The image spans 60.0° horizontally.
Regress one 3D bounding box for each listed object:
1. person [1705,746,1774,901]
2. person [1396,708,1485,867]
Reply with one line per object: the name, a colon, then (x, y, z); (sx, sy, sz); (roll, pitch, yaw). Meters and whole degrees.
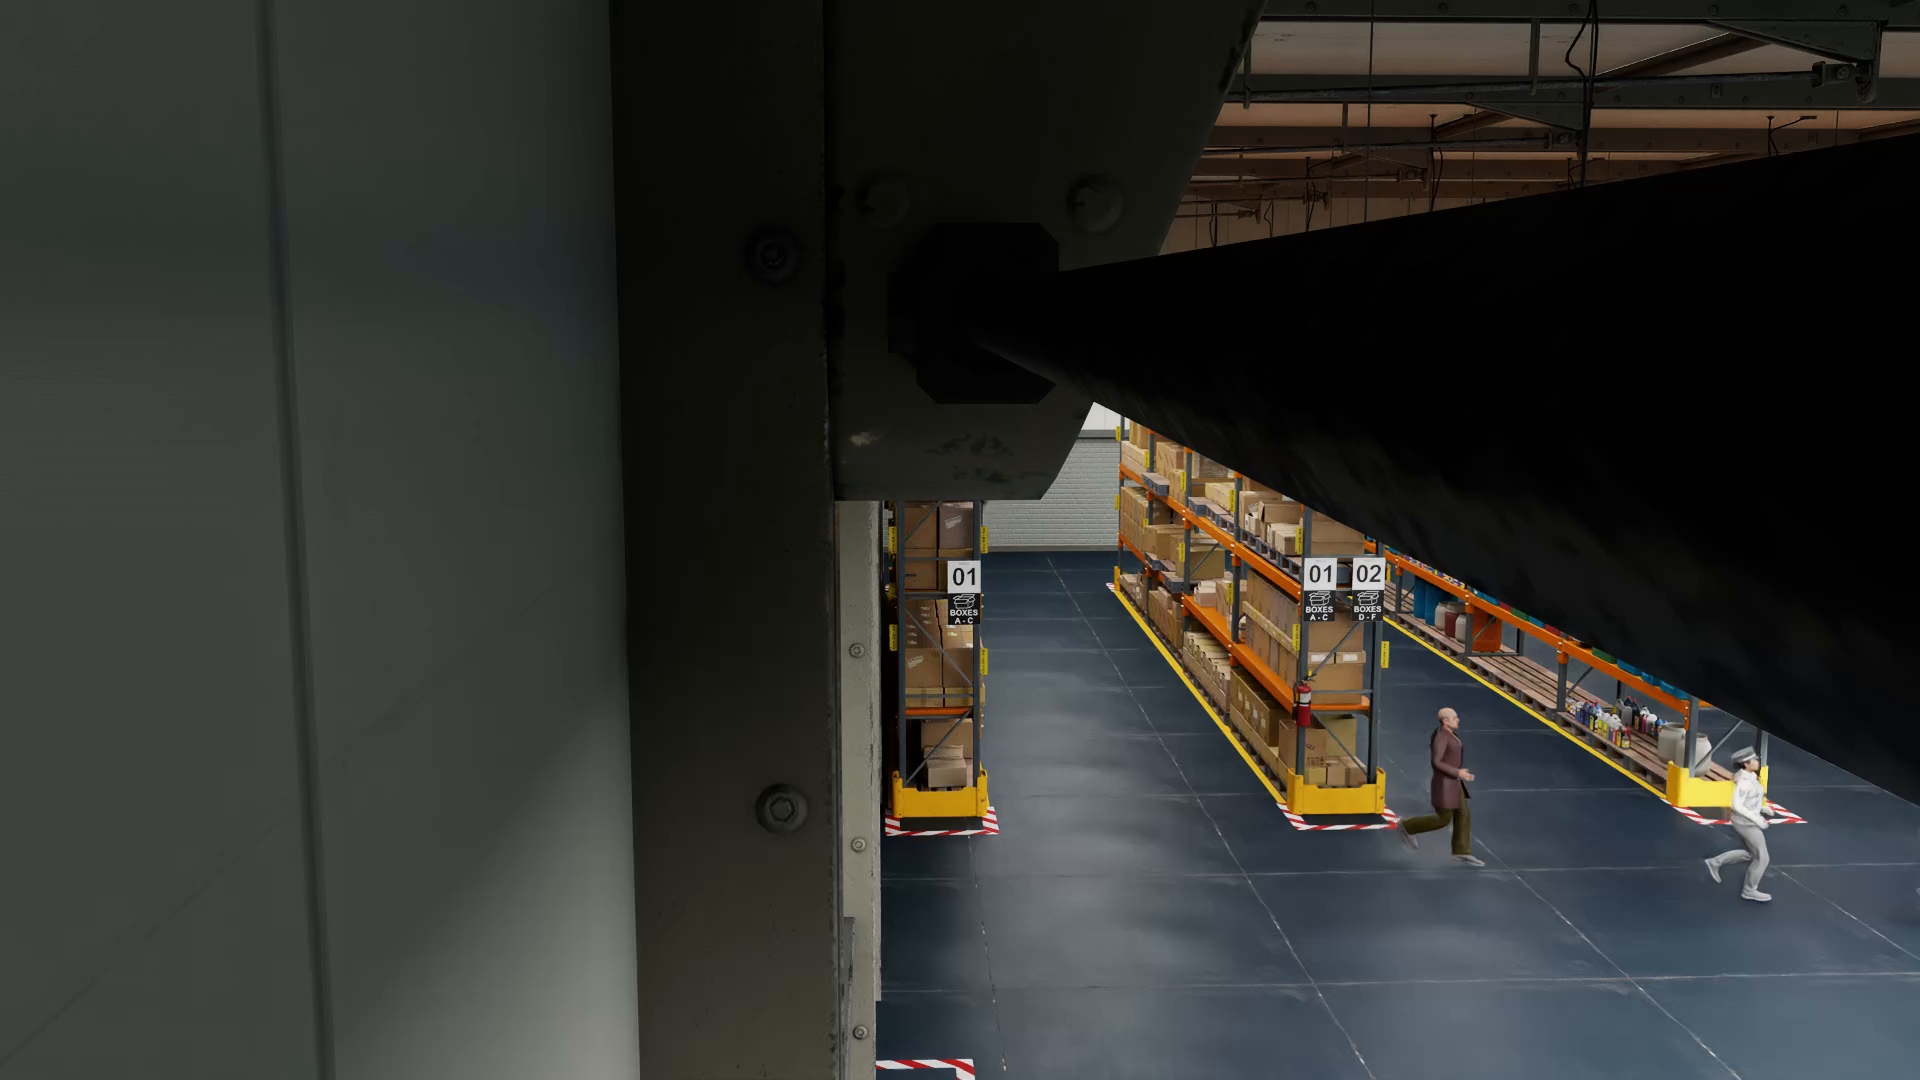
person: (8.293, 2.995, 17.639); (0.666, 1.639, 0.611); (4, 9, 24)
person: (5.464, 2.807, 18.788); (0.987, 1.688, 0.732); (4, 9, 27)
